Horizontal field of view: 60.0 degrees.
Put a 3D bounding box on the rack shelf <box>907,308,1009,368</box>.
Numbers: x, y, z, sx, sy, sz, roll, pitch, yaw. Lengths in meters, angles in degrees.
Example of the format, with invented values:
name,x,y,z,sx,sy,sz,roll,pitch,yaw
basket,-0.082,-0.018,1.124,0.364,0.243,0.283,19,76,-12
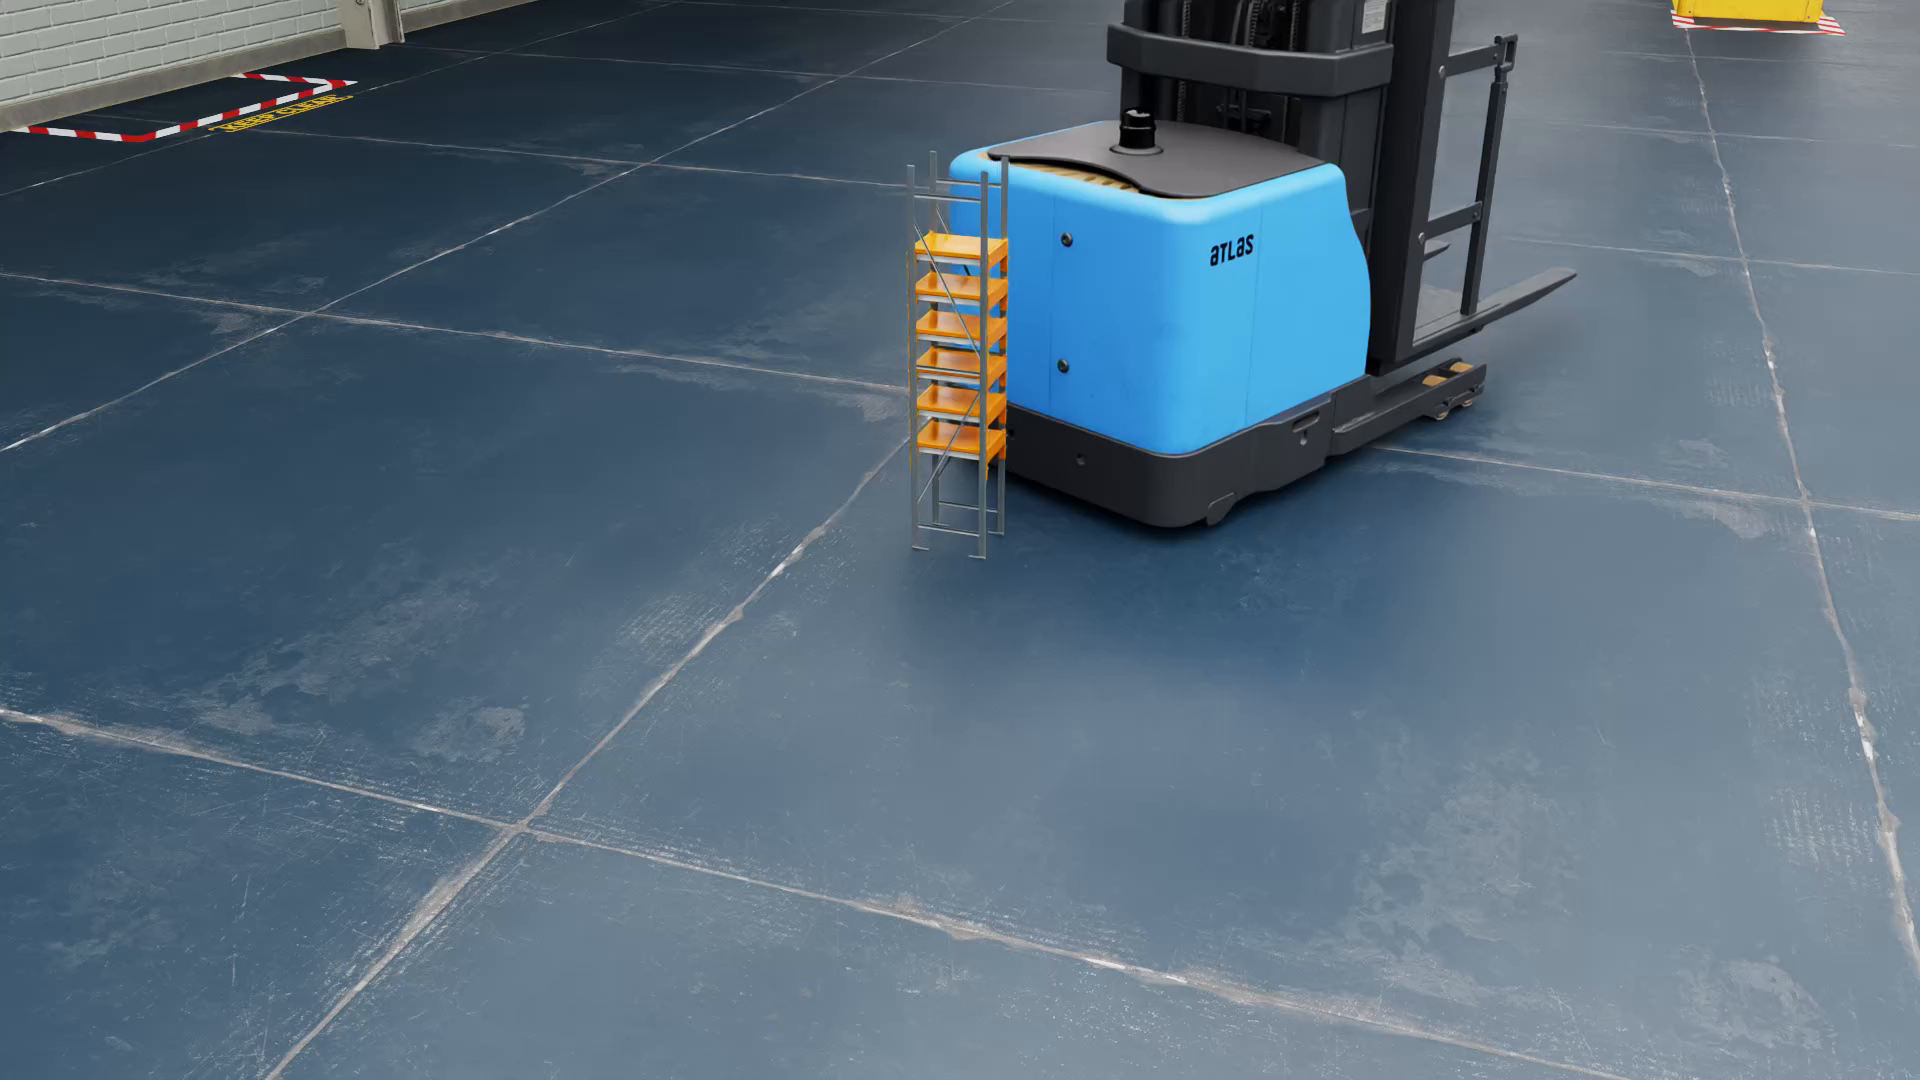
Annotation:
name,x,y,z,sx,sy,sz,roll,pitch,yaw
rack shelf,-0.005,-0.602,4.943,0.258,0.103,0.180,9,27,17

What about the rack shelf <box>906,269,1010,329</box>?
name,x,y,z,sx,sy,sz,roll,pitch,yaw
rack shelf,-0.005,-0.710,4.891,0.258,0.103,0.180,9,27,17

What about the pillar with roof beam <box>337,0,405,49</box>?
name,x,y,z,sx,sy,sz,roll,pitch,yaw
pillar with roof beam,-0.747,-7.496,10.406,9.100,9.000,0.400,9,27,17

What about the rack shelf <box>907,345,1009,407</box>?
name,x,y,z,sx,sy,sz,roll,pitch,yaw
rack shelf,-0.005,-0.494,4.996,0.258,0.103,0.180,9,27,17

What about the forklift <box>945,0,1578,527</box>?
name,x,y,z,sx,sy,sz,roll,pitch,yaw
forklift,1.344,-1.903,5.817,1.130,2.935,3.031,23,34,39

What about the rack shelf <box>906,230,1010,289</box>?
name,x,y,z,sx,sy,sz,roll,pitch,yaw
rack shelf,-0.005,-0.818,4.839,0.258,0.103,0.180,9,27,17

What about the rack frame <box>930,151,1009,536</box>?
name,x,y,z,sx,sy,sz,roll,pitch,yaw
rack frame,0.026,-0.572,5.054,0.240,1.200,0.006,9,27,17

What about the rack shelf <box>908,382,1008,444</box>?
name,x,y,z,sx,sy,sz,roll,pitch,yaw
rack shelf,-0.005,-0.386,5.048,0.258,0.103,0.180,9,27,17

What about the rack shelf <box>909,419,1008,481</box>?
name,x,y,z,sx,sy,sz,roll,pitch,yaw
rack shelf,-0.005,-0.278,5.100,0.258,0.103,0.180,9,27,17

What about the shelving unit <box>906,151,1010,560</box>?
name,x,y,z,sx,sy,sz,roll,pitch,yaw
shelving unit,-0.005,-0.534,4.976,0.258,1.200,0.189,9,27,17

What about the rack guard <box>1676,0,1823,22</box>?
name,x,y,z,sx,sy,sz,roll,pitch,yaw
rack guard,7.096,-4.949,14.898,1.175,0.500,0.348,9,27,17

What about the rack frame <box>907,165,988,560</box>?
name,x,y,z,sx,sy,sz,roll,pitch,yaw
rack frame,-0.035,-0.496,4.899,0.240,1.200,0.006,9,27,17
